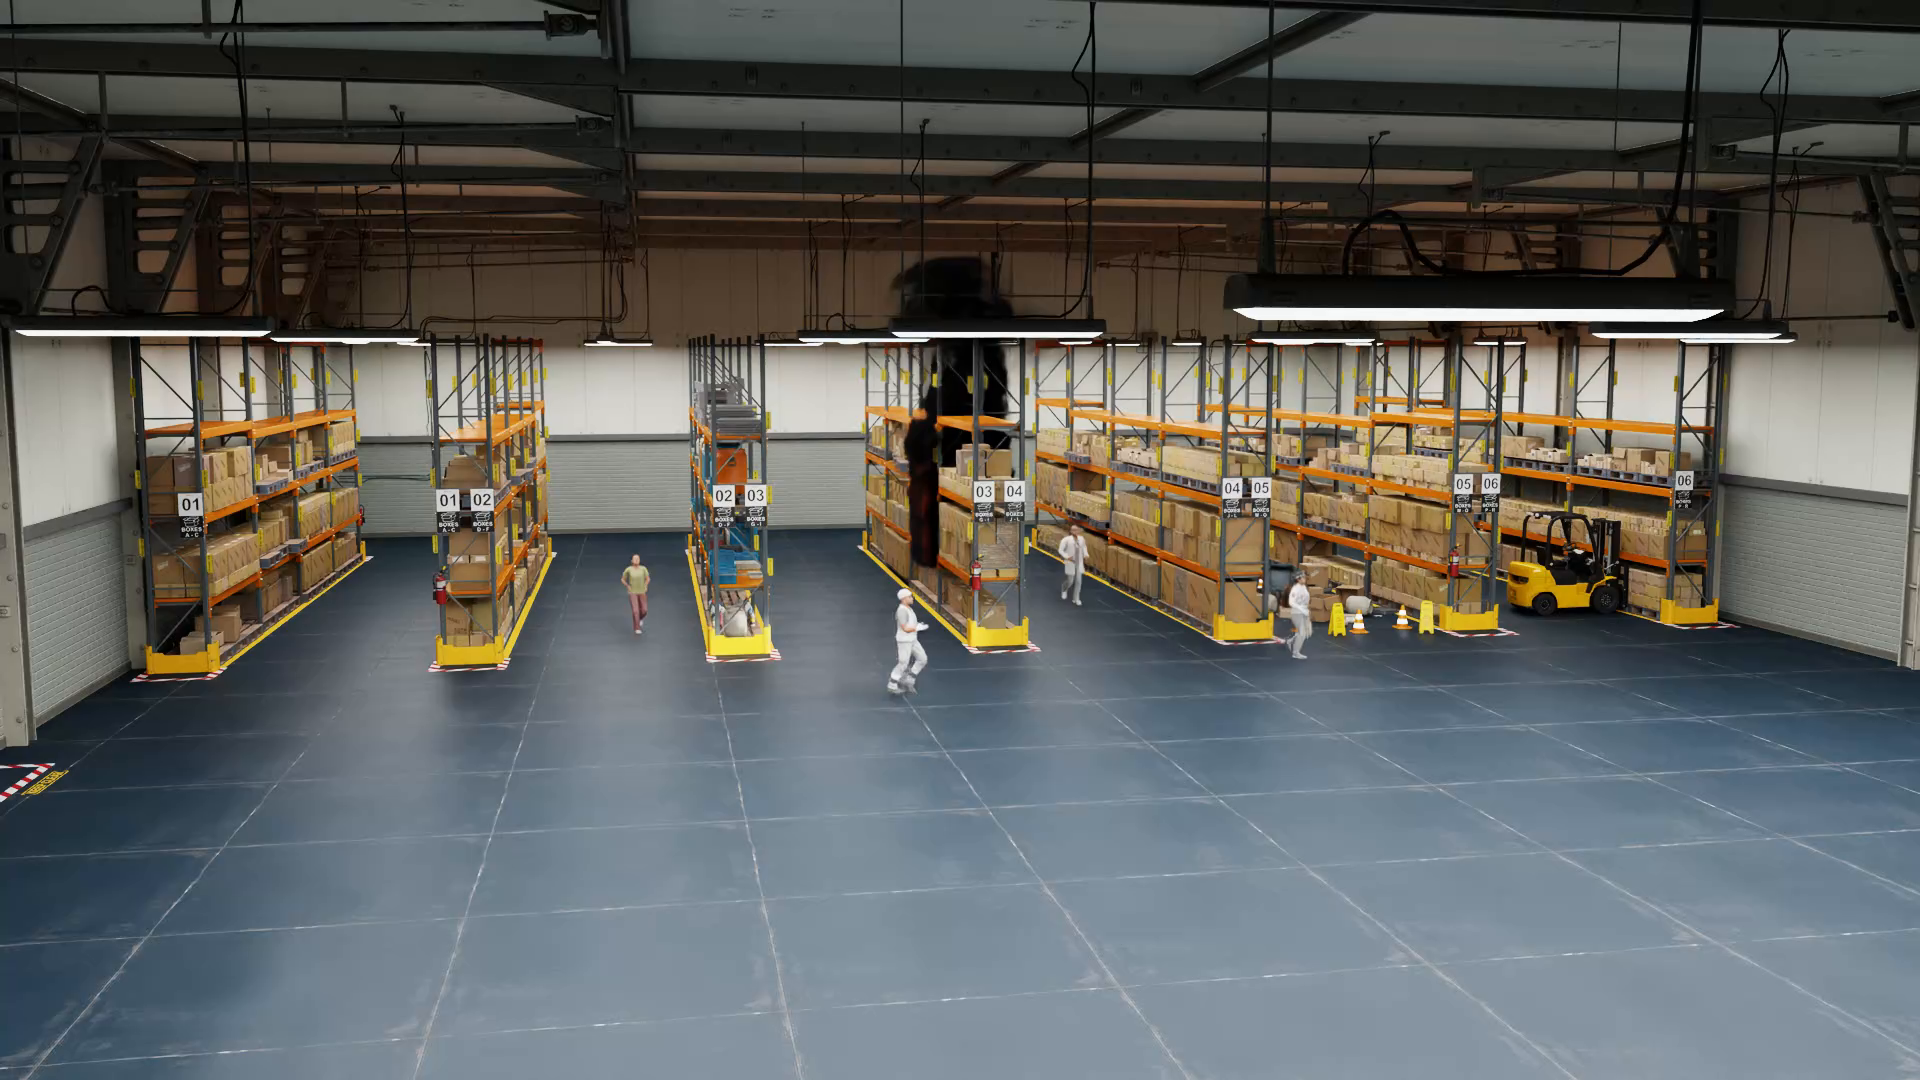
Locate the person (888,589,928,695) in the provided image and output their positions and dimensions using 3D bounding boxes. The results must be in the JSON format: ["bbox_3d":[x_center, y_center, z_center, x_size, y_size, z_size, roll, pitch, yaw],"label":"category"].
[{"bbox_3d":[-0.847,1.692,27.480,0.712,1.794,0.639,2,7,16],"label":"person"}]

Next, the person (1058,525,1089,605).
[{"bbox_3d":[2.566,0.548,37.616,0.737,1.775,0.836,-2,7,-20],"label":"person"}]

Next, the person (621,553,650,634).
[{"bbox_3d":[-6.541,1.071,33.596,0.578,1.619,0.569,-3,7,-21],"label":"person"}]

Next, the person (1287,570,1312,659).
[{"bbox_3d":[6.285,1.377,30.810,0.527,1.654,0.638,5,8,37],"label":"person"}]
